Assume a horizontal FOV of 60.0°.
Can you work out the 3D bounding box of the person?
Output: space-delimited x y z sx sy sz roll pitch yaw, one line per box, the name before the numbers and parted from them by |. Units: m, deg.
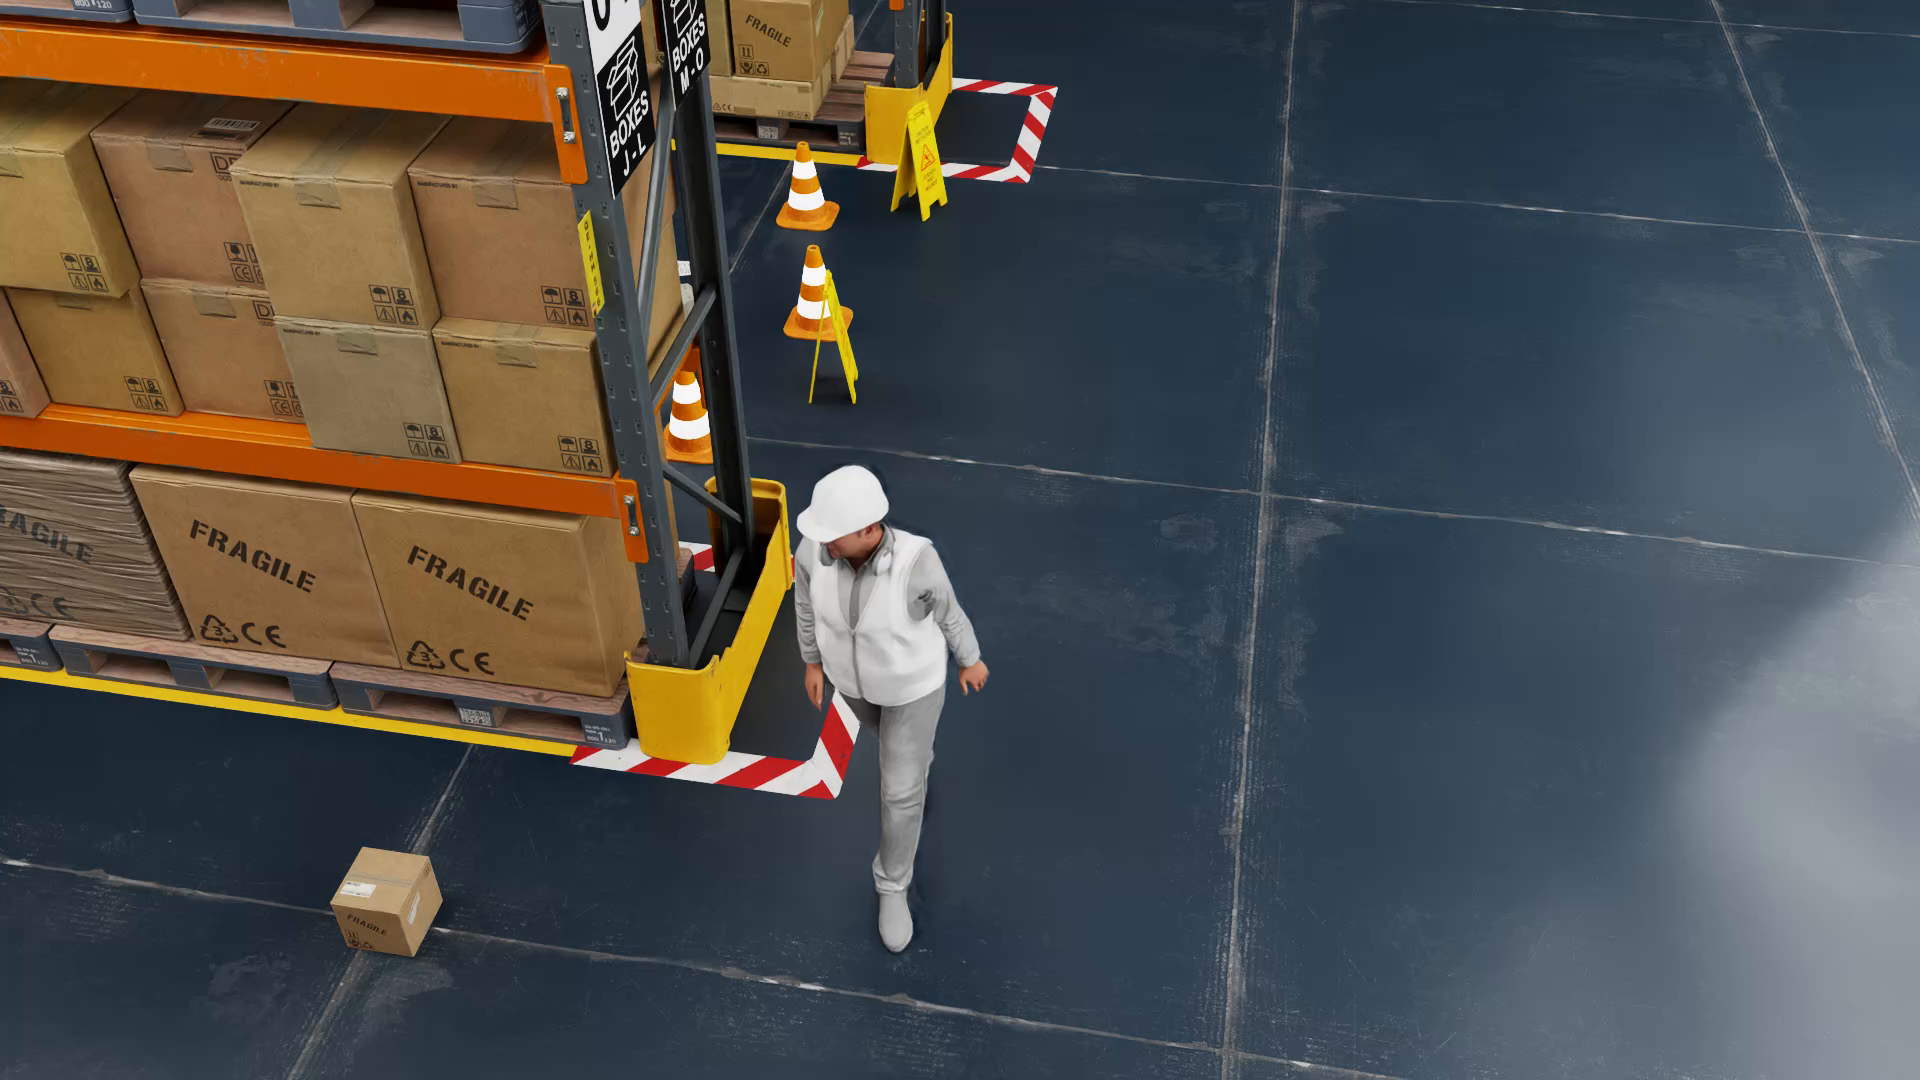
person | -0.275 0.456 5.592 0.613 1.739 0.860 17 43 19
